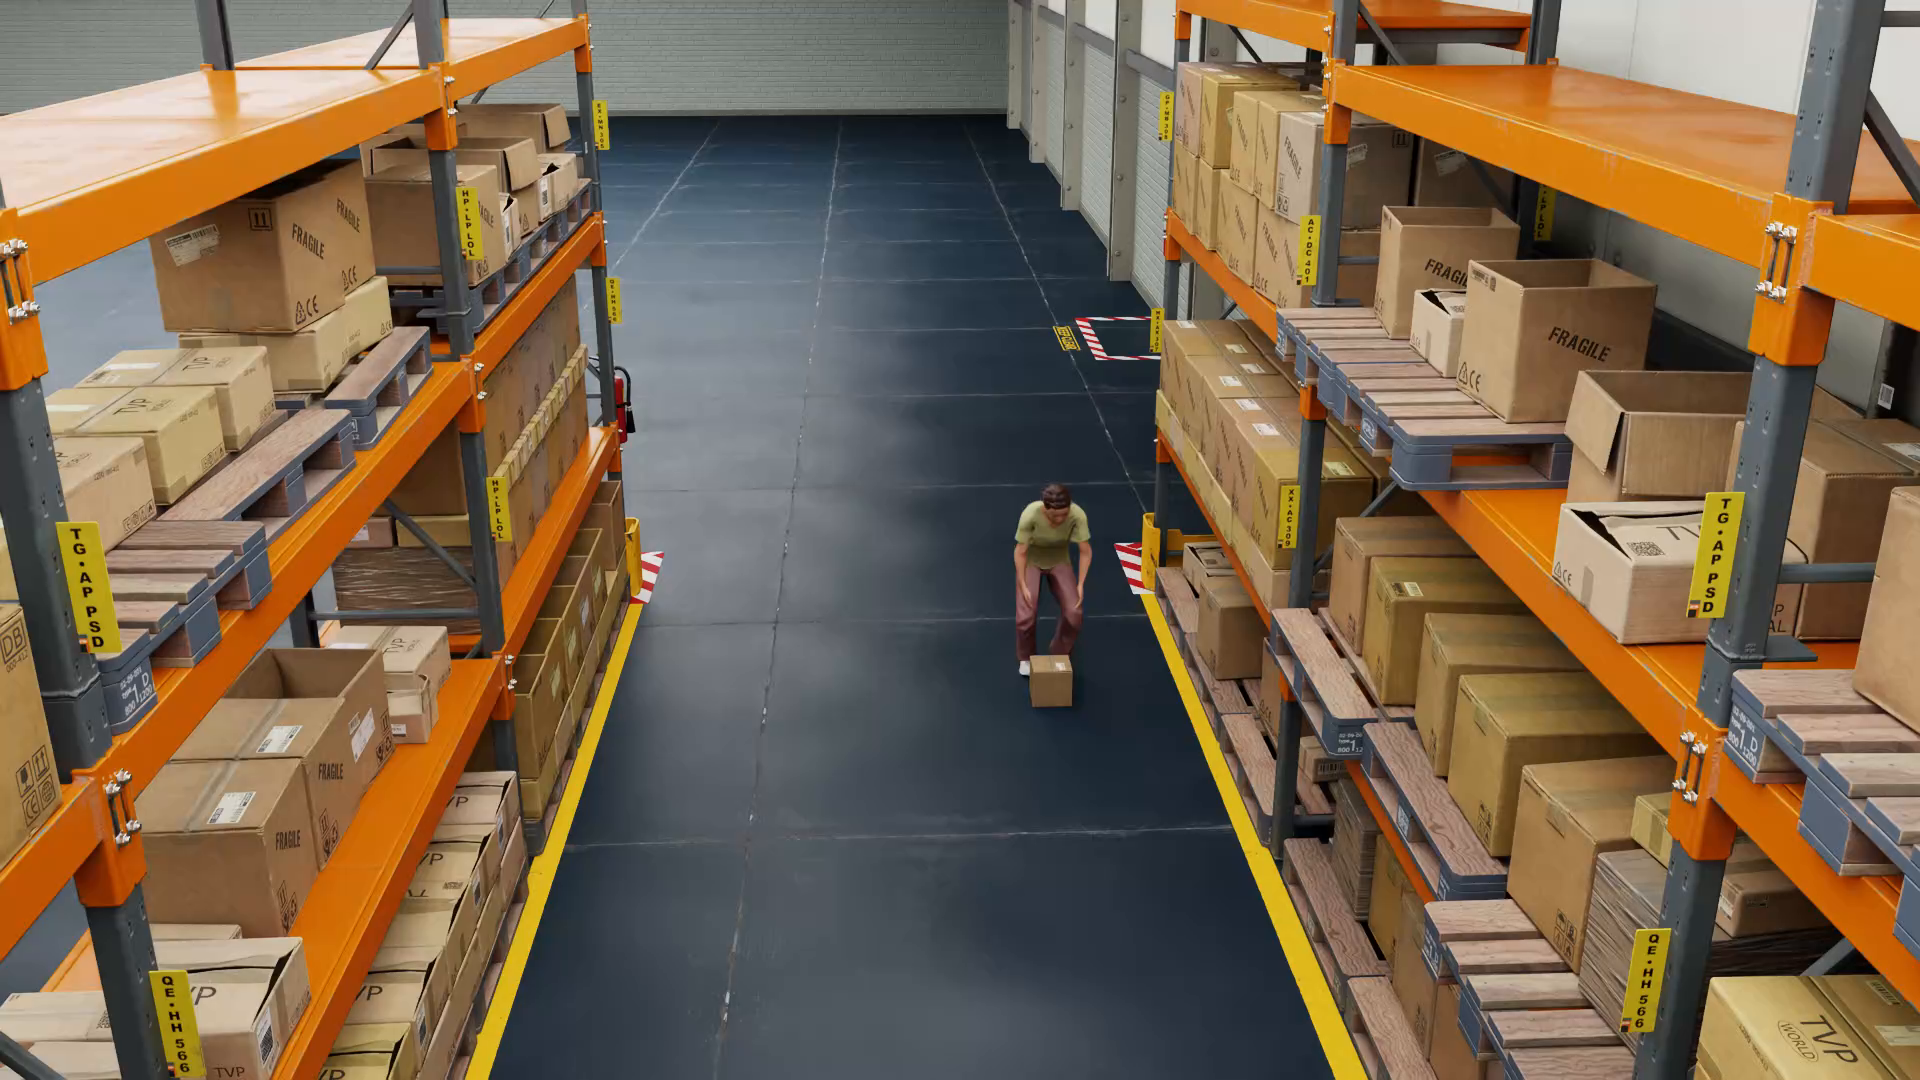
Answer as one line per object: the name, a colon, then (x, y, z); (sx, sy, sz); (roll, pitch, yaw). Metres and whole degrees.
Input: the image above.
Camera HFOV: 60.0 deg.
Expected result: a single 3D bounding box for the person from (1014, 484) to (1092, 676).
person: (0.600, 0.230, 10.880); (0.510, 1.390, 0.635); (-1, 20, -3)
